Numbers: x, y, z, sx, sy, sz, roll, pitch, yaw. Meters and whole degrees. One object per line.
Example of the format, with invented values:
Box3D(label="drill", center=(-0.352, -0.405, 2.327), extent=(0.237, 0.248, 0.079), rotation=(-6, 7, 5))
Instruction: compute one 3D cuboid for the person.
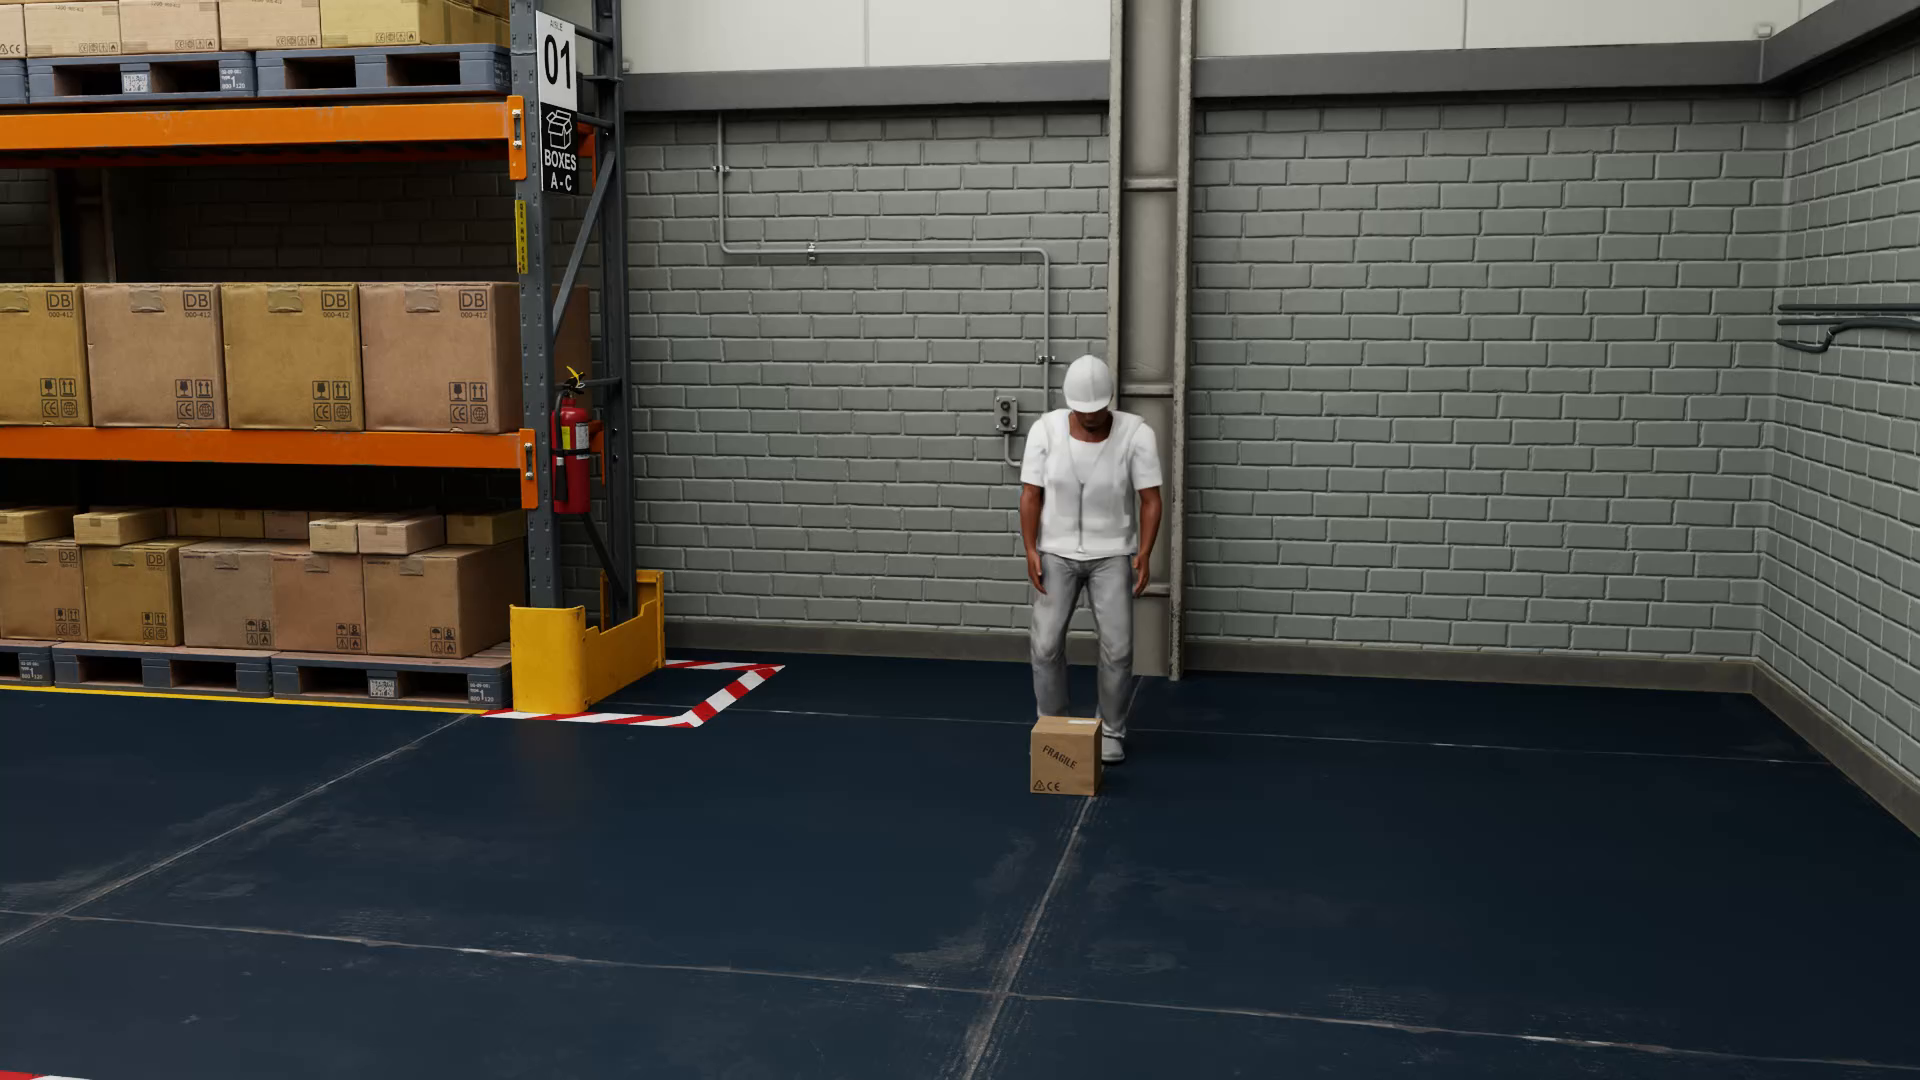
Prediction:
Box3D(label="person", center=(0.541, -0.268, 6.887), extent=(0.599, 0.998, 0.491), rotation=(2, 8, 13))
